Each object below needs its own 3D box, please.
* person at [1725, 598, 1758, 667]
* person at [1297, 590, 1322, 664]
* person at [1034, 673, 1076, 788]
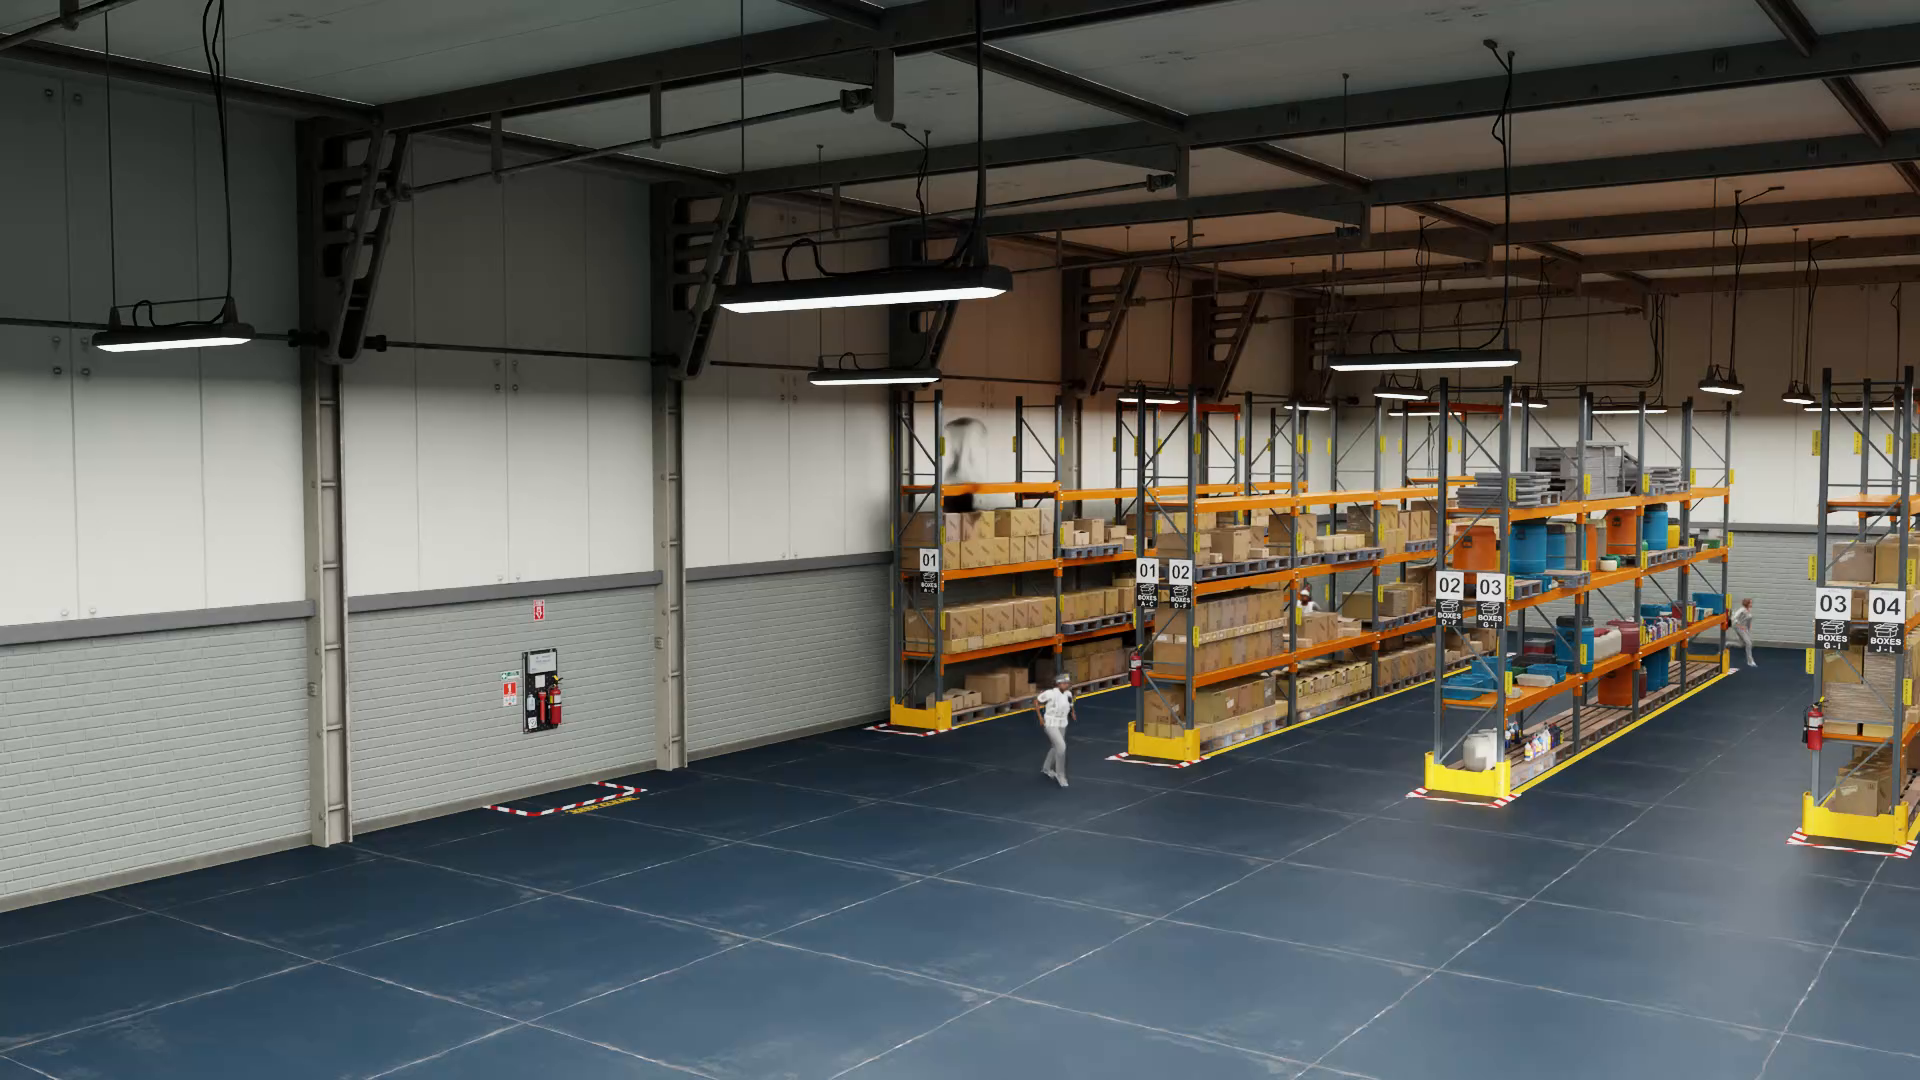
[{"bbox_3d":[17.840,2.101,38.093,0.539,1.579,0.878,-3,4,-42],"label":"person"},{"bbox_3d":[7.814,2.020,37.593,0.688,1.797,0.903,2,4,30],"label":"person"},{"bbox_3d":[1.404,2.795,24.714,0.616,1.683,0.805,-2,4,-34],"label":"person"}]
